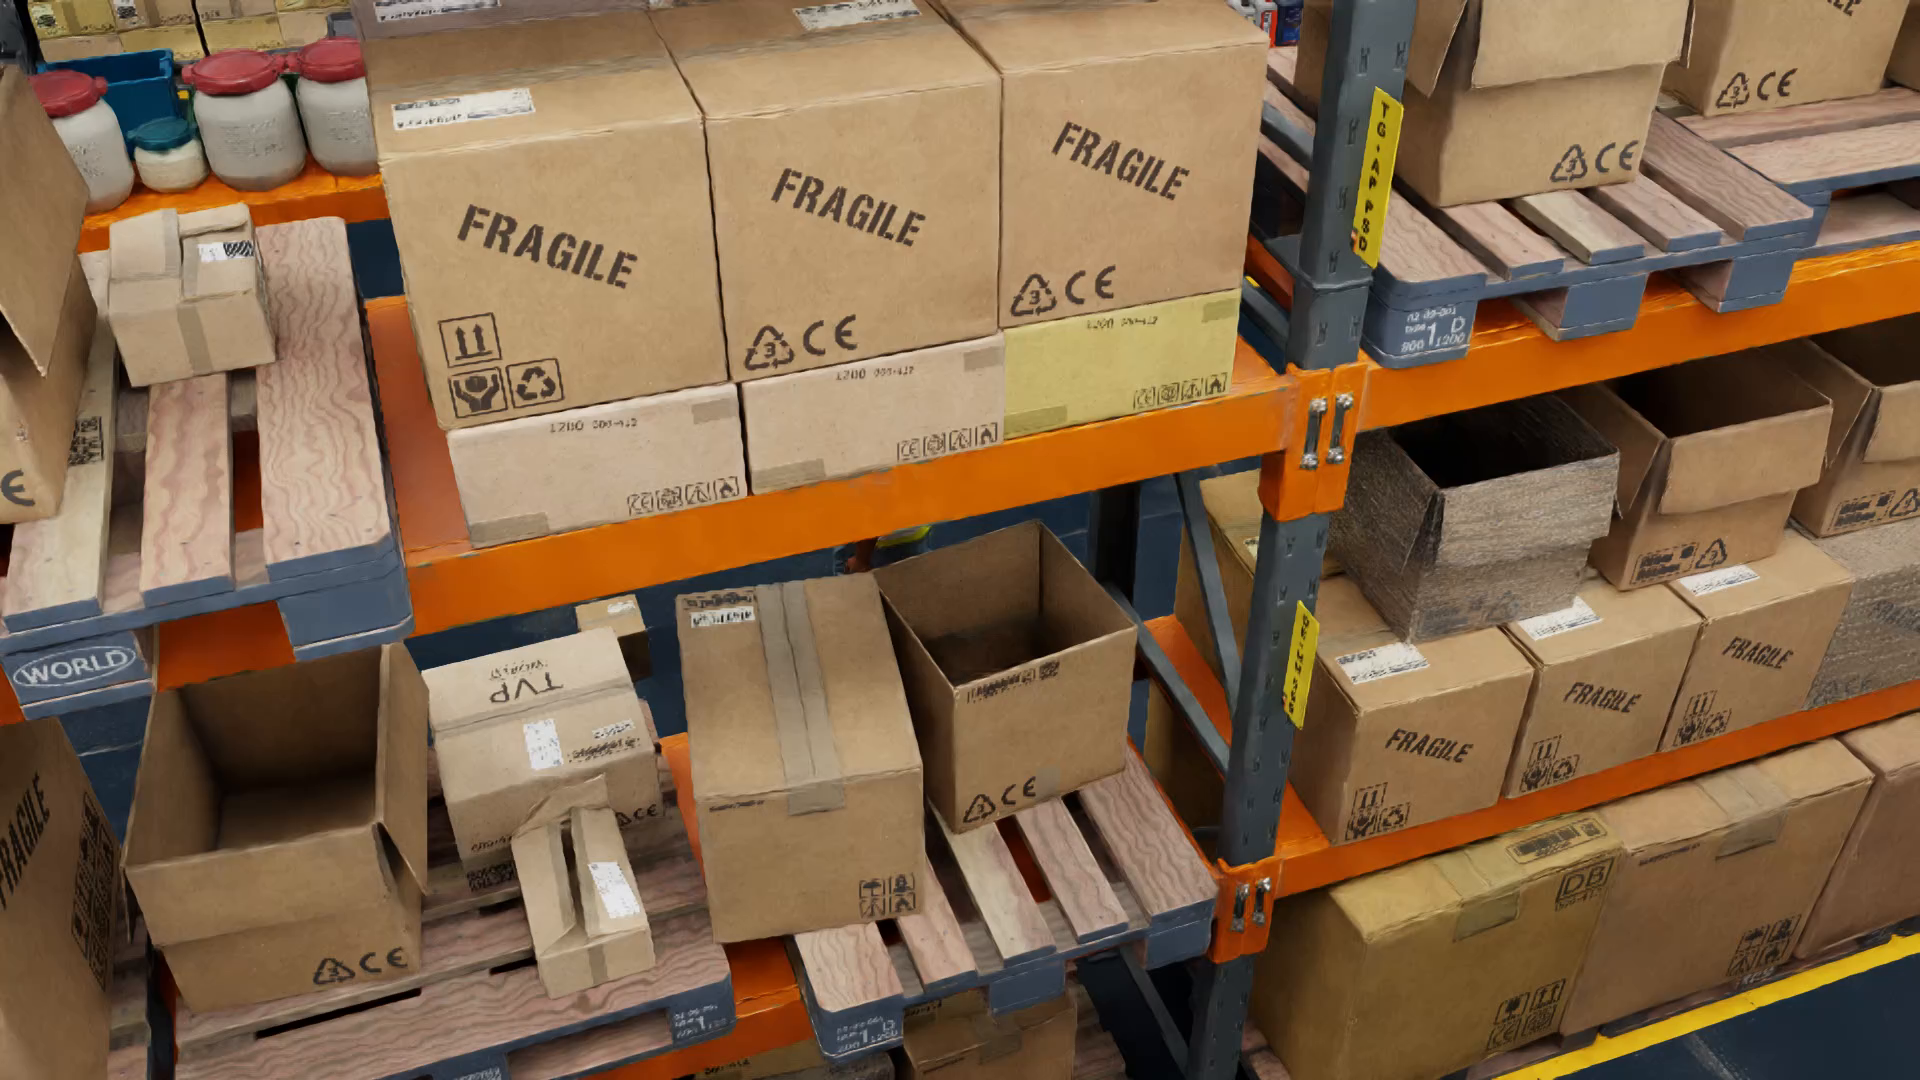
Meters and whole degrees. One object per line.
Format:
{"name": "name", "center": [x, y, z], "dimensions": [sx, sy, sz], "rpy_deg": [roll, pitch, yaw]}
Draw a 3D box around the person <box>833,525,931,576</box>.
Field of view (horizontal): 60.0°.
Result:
{"name": "person", "center": [-0.313, -0.095, 6.289], "dimensions": [0.963, 1.727, 0.617], "rpy_deg": [2, 38, 3]}
